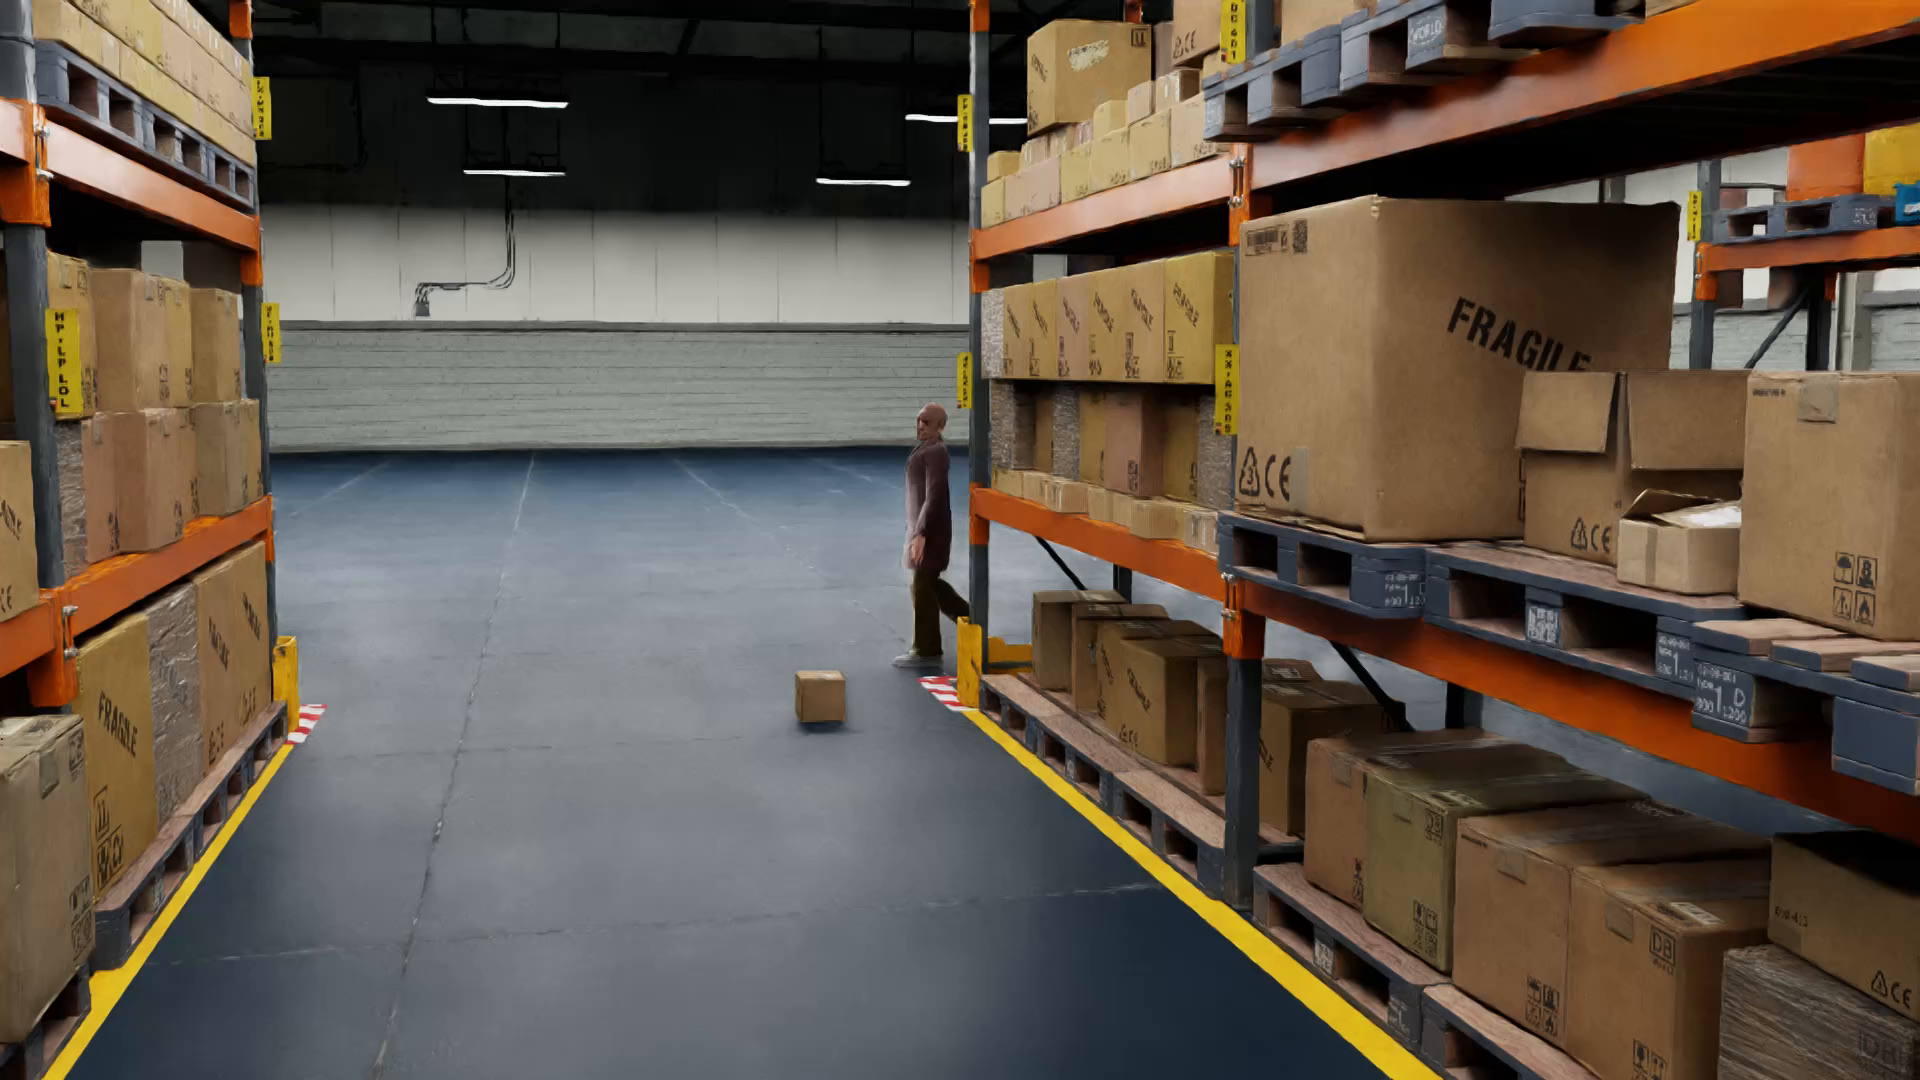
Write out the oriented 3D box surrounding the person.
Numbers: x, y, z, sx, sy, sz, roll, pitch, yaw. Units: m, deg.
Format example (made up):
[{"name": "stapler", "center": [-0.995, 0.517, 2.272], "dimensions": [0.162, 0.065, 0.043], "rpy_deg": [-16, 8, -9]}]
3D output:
[{"name": "person", "center": [-0.141, -0.040, 11.270], "dimensions": [0.666, 1.770, 0.788], "rpy_deg": [0, 6, -2]}]
